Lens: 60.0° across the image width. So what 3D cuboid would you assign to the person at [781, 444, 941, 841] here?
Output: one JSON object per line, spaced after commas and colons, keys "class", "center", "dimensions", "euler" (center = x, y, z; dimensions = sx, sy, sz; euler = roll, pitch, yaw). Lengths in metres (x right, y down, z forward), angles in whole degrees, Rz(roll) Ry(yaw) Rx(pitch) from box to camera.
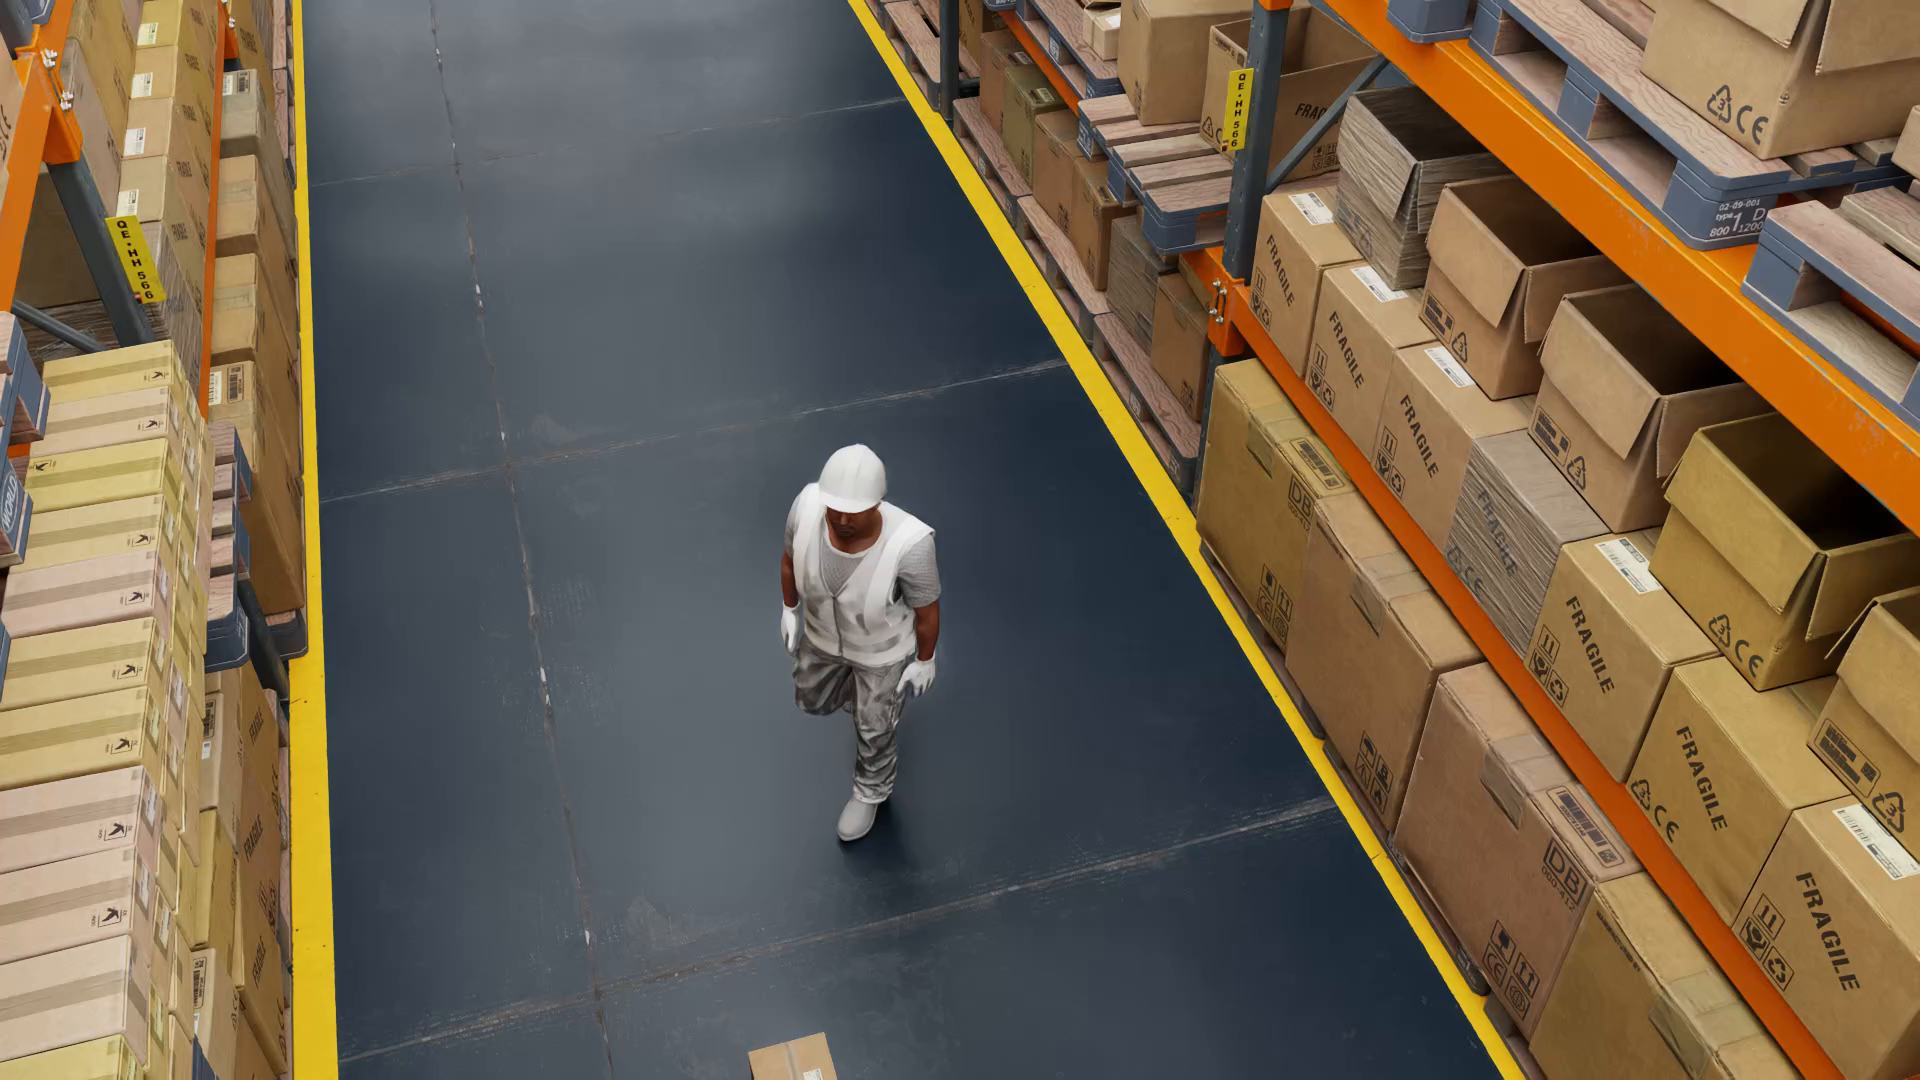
{"class": "person", "center": [-0.298, 0.267, 5.822], "dimensions": [0.603, 1.770, 0.678], "euler": [18, 45, 19]}
